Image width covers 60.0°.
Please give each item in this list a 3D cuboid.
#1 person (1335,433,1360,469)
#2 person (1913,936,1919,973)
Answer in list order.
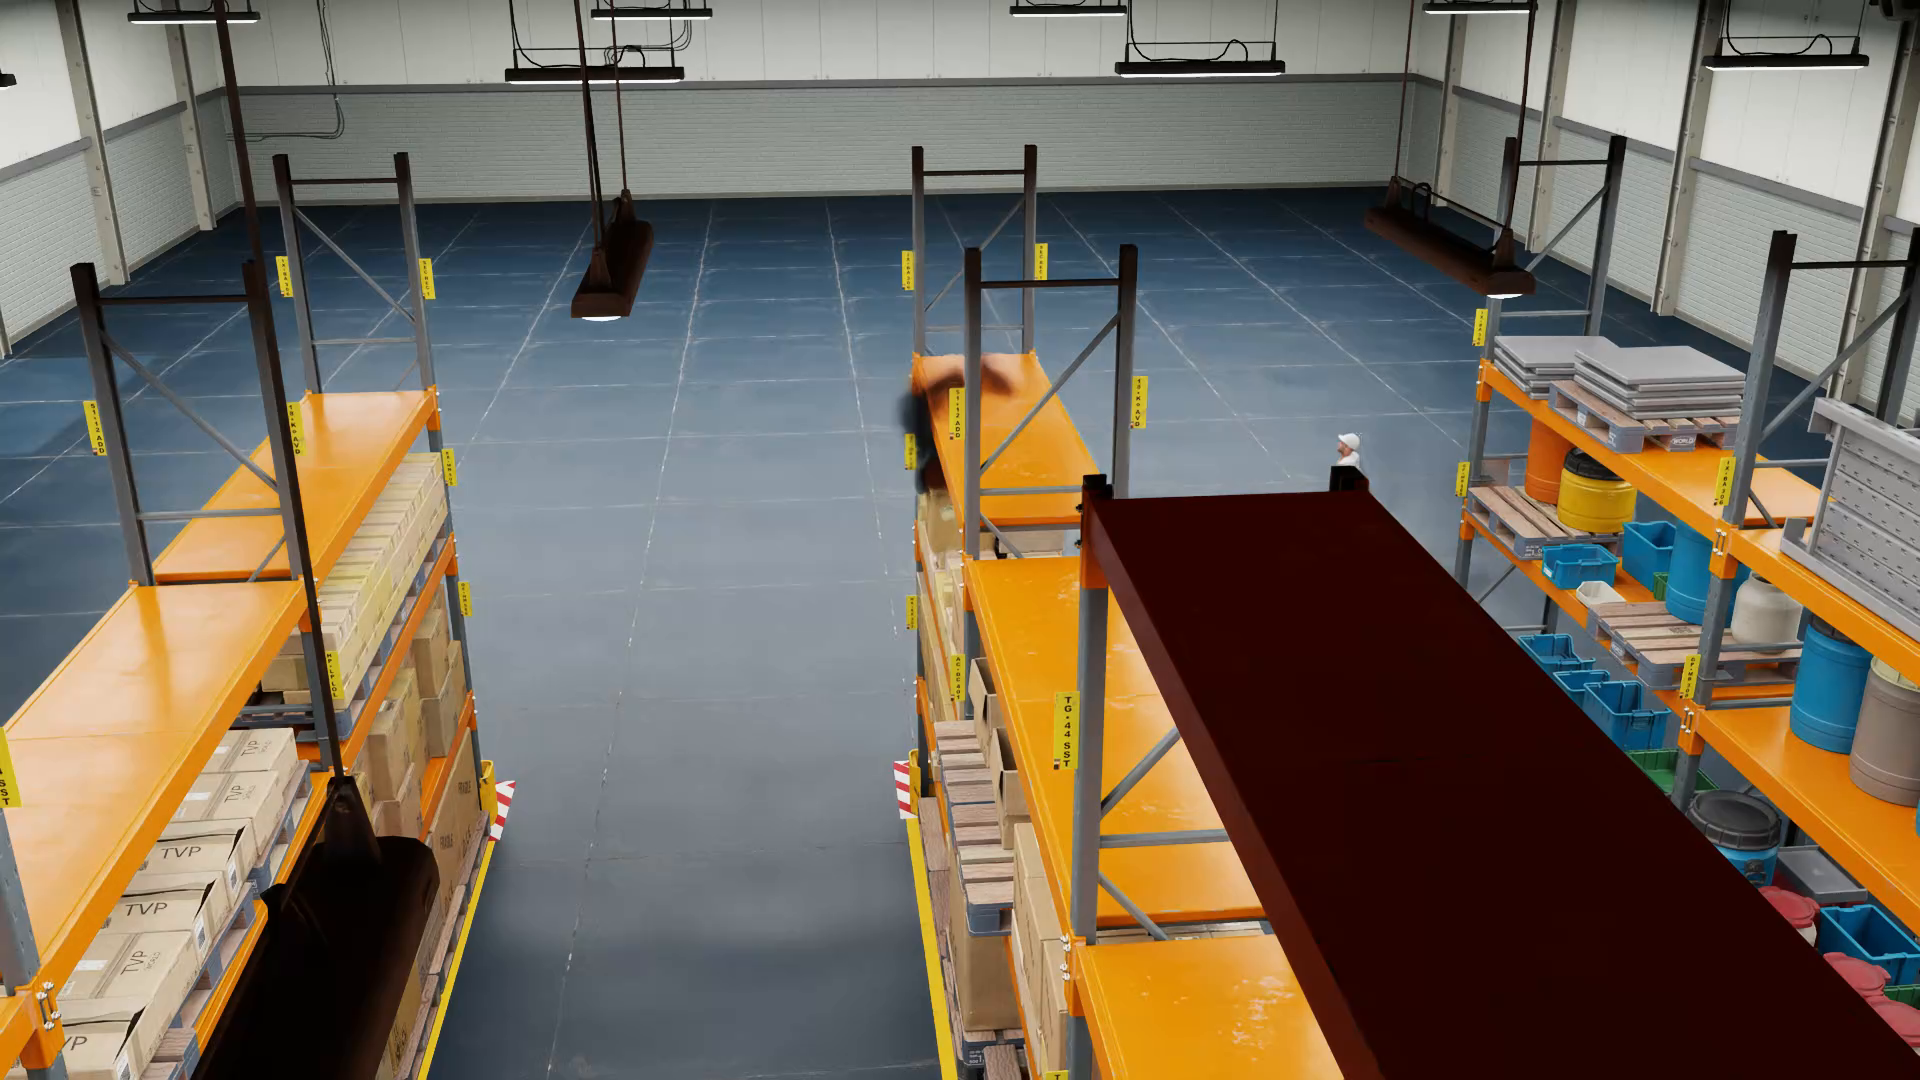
[{"bbox_3d":[4.771,-0.479,20.532,0.962,1.752,0.645,10,24,23],"label":"person"},{"bbox_3d":[7.347,2.817,12.150,0.728,1.746,0.543,-5,22,-13],"label":"person"}]
